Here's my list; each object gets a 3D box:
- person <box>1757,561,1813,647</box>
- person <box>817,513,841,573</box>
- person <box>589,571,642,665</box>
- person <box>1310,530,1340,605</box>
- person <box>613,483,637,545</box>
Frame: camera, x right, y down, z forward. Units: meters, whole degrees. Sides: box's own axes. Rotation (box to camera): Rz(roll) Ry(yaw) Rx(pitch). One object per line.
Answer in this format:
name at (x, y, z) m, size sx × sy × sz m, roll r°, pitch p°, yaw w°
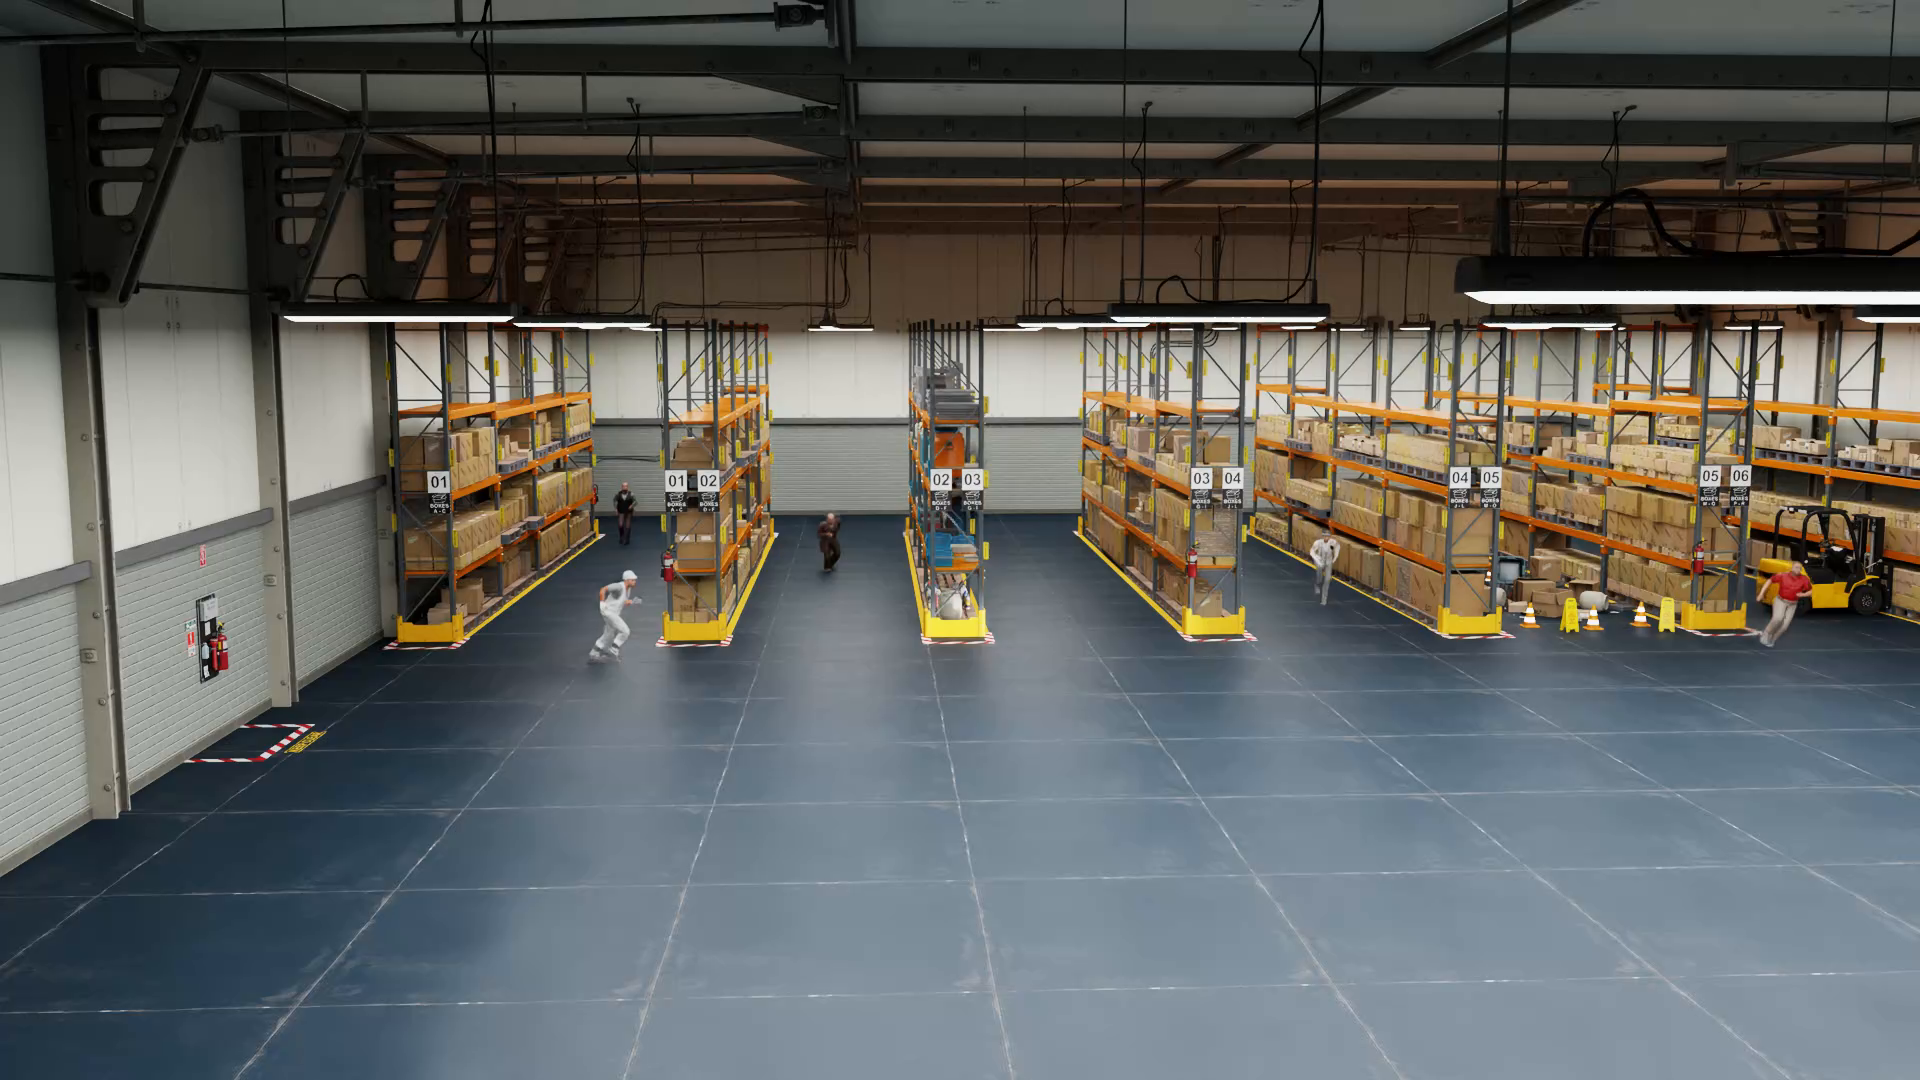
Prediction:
person at (15.148, 1.180, 30.487) m, size 0.857 × 1.605 × 0.641 m, roll 1°, pitch 7°, yaw 5°
person at (-3.112, 0.070, 39.805) m, size 0.728 × 1.507 × 1.031 m, roll -3°, pitch 8°, yaw -25°
person at (-6.032, 1.354, 28.904) m, size 0.976 × 1.661 × 0.712 m, roll 2°, pitch 7°, yaw 12°
person at (7.799, 0.551, 35.684) m, size 0.650 × 1.635 × 0.965 m, roll 0°, pitch 7°, yaw -2°
person at (-9.115, -0.708, 45.272) m, size 0.667 × 1.707 × 0.664 m, roll -1°, pitch 7°, yaw -8°
